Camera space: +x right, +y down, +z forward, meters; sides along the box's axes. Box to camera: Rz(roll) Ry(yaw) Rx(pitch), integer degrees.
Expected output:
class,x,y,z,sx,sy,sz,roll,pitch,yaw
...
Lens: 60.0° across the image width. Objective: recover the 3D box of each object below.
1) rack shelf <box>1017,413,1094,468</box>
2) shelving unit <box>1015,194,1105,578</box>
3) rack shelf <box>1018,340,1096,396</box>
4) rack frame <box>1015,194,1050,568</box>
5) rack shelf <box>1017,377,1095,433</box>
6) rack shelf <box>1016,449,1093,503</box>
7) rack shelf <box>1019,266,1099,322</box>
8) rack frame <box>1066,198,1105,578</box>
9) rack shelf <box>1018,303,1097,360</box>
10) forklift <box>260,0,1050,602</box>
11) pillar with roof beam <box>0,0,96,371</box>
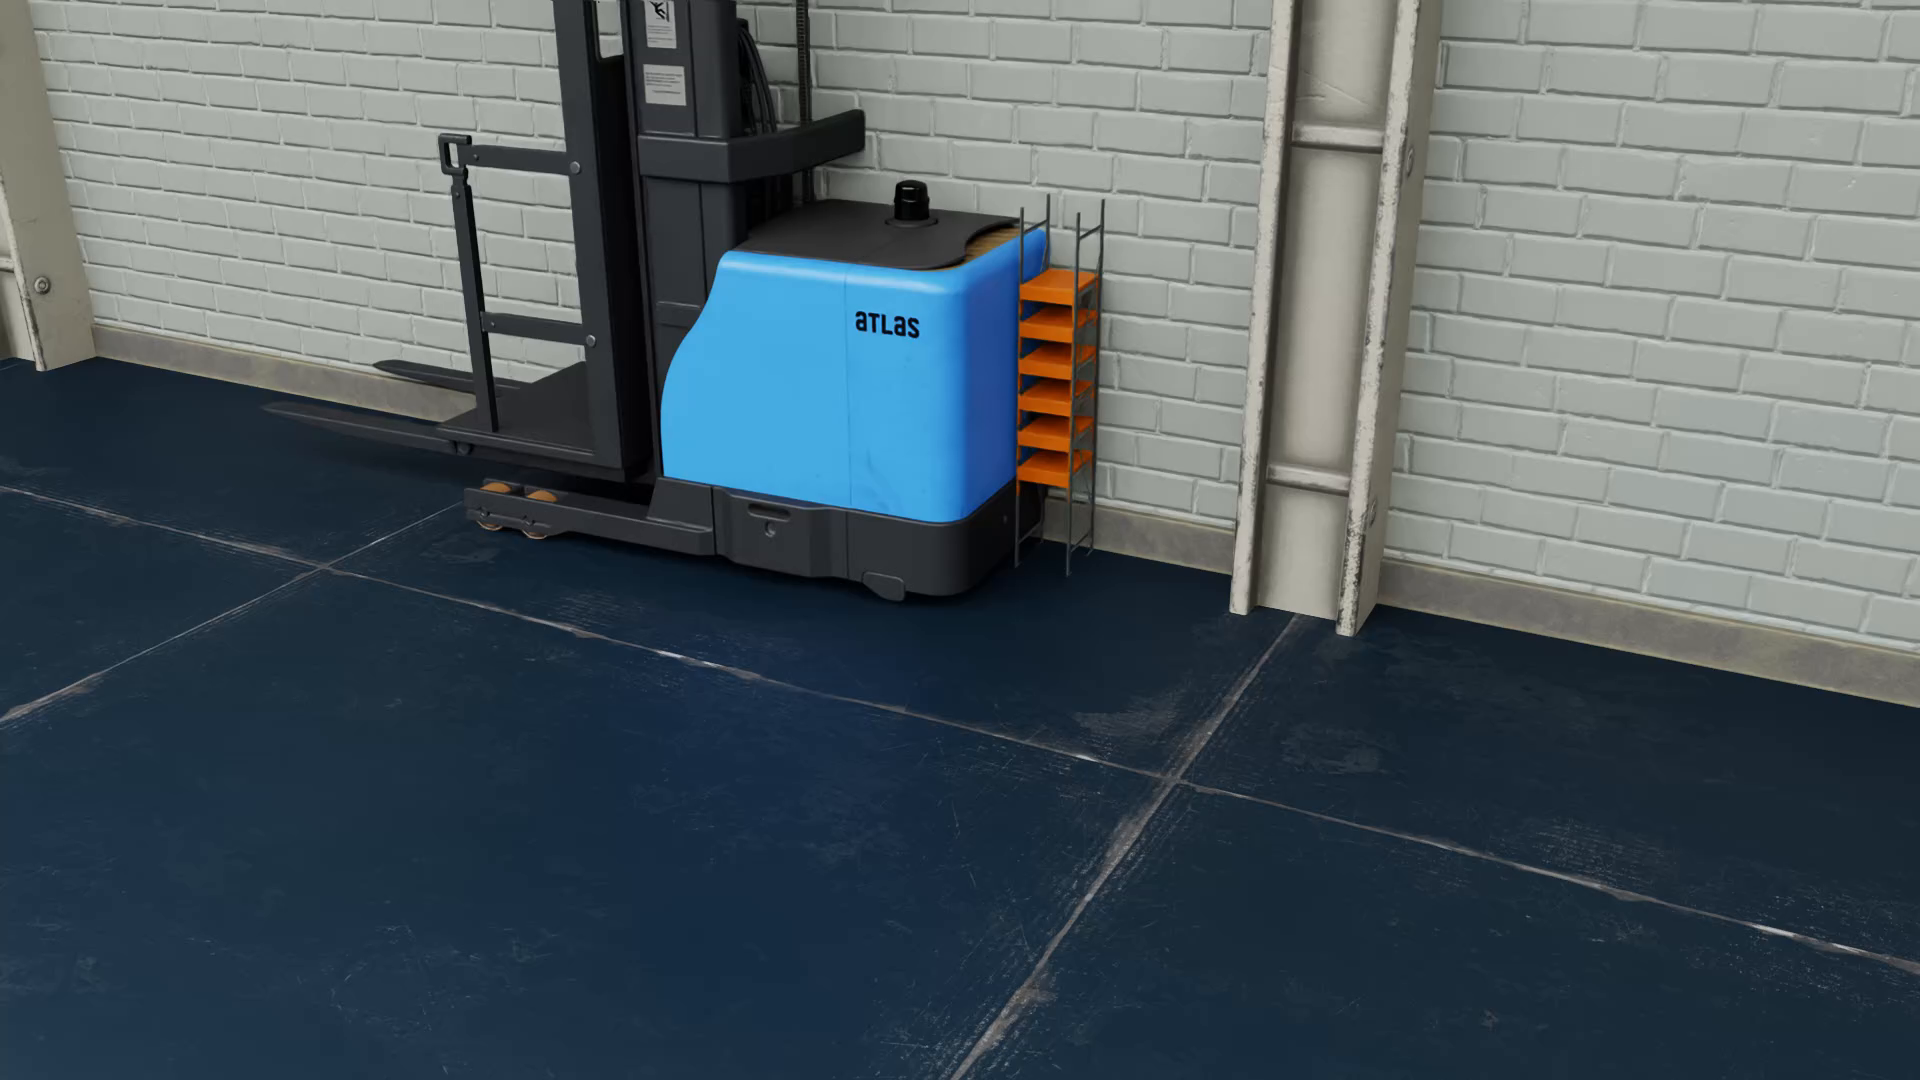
class,x,y,z,sx,sy,sz,roll,pitch,yaw
rack shelf,0.318,-0.335,5.424,0.180,0.103,0.258,10,25,22
shelving unit,0.318,-0.486,5.359,0.189,1.200,0.258,10,25,22
rack shelf,0.318,-0.555,5.330,0.180,0.103,0.258,10,25,22
rack frame,0.234,-0.501,5.394,0.006,1.200,0.240,10,25,22
rack shelf,0.318,-0.445,5.377,0.180,0.103,0.258,10,25,22
rack shelf,0.318,-0.224,5.471,0.180,0.103,0.258,10,25,22
rack shelf,0.318,-0.776,5.236,0.180,0.103,0.258,10,25,22
rack frame,0.401,-0.471,5.325,0.006,1.200,0.240,10,25,22
rack shelf,0.318,-0.666,5.283,0.180,0.103,0.258,10,25,22
forklift,-1.171,-1.526,5.593,3.031,2.935,1.130,10,25,22
pillar with roof beam,-6.207,-3.491,2.459,0.400,9.000,9.100,11,25,25
